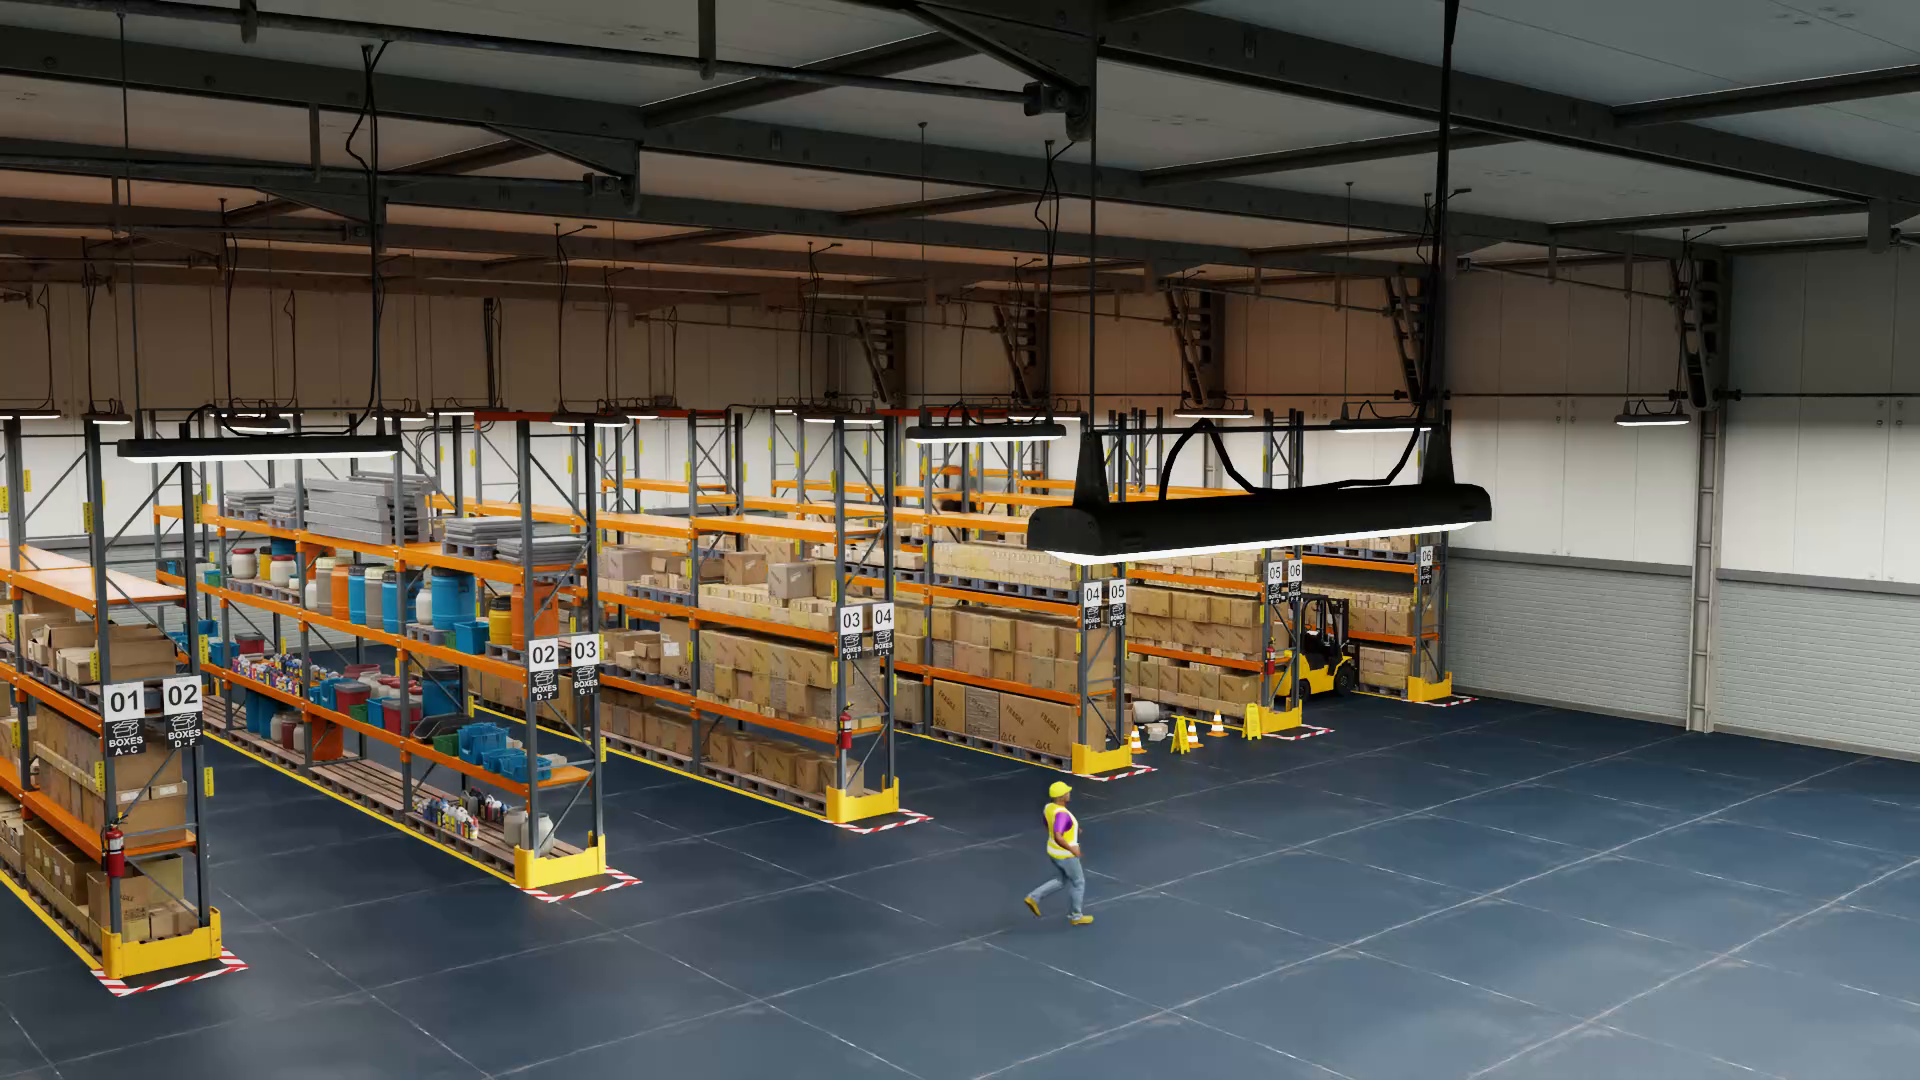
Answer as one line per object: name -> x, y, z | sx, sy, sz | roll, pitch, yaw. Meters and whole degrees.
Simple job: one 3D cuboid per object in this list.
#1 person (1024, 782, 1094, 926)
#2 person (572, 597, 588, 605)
person -> 1.193, 3.730, 19.761 | 0.846, 1.739, 0.714 | -2, 5, -18
person -> -9.295, 1.927, 40.630 | 0.734, 1.741, 0.787 | 5, 7, 44
